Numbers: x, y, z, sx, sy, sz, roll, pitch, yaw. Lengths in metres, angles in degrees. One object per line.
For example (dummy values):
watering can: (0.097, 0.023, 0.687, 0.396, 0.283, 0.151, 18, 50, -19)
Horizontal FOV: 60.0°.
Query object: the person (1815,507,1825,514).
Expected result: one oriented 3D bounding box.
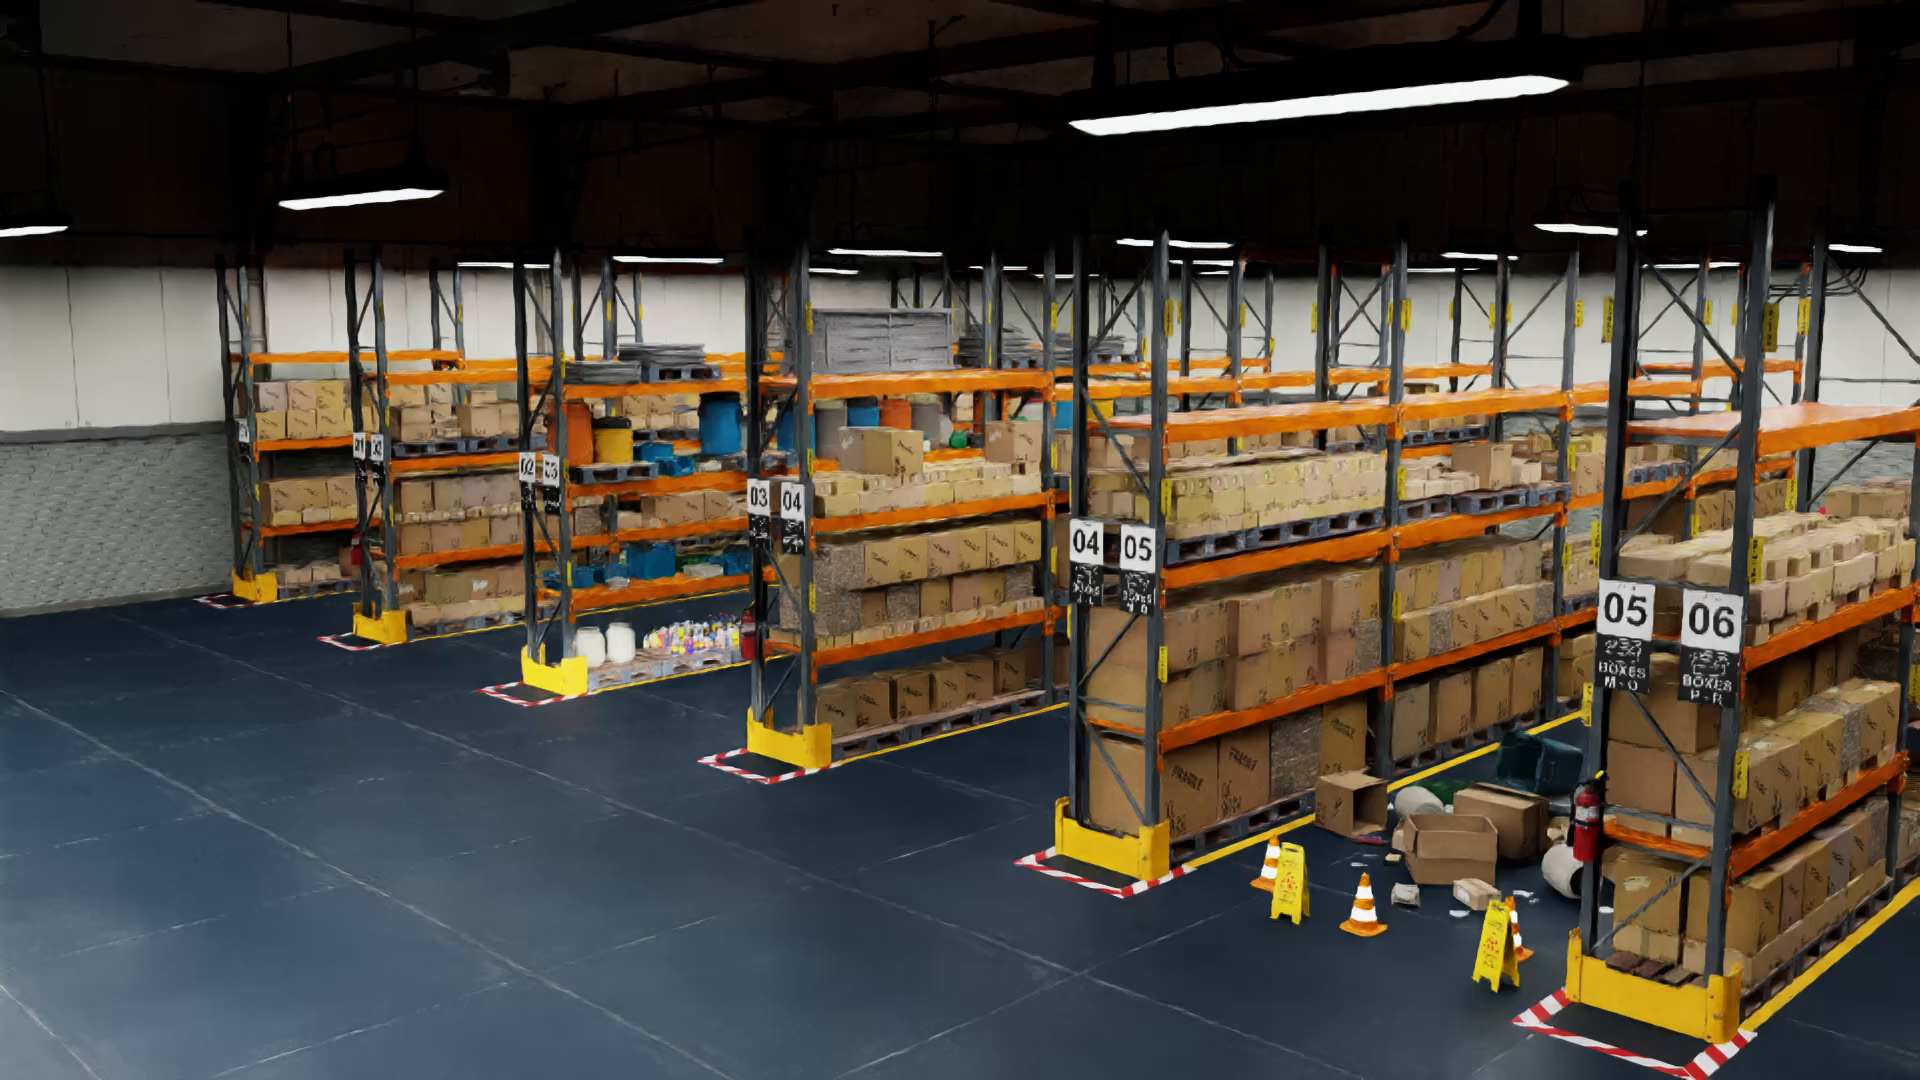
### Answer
person: (14.596, 0.334, 27.990, 0.711, 1.786, 0.551, 2, 8, 16)
